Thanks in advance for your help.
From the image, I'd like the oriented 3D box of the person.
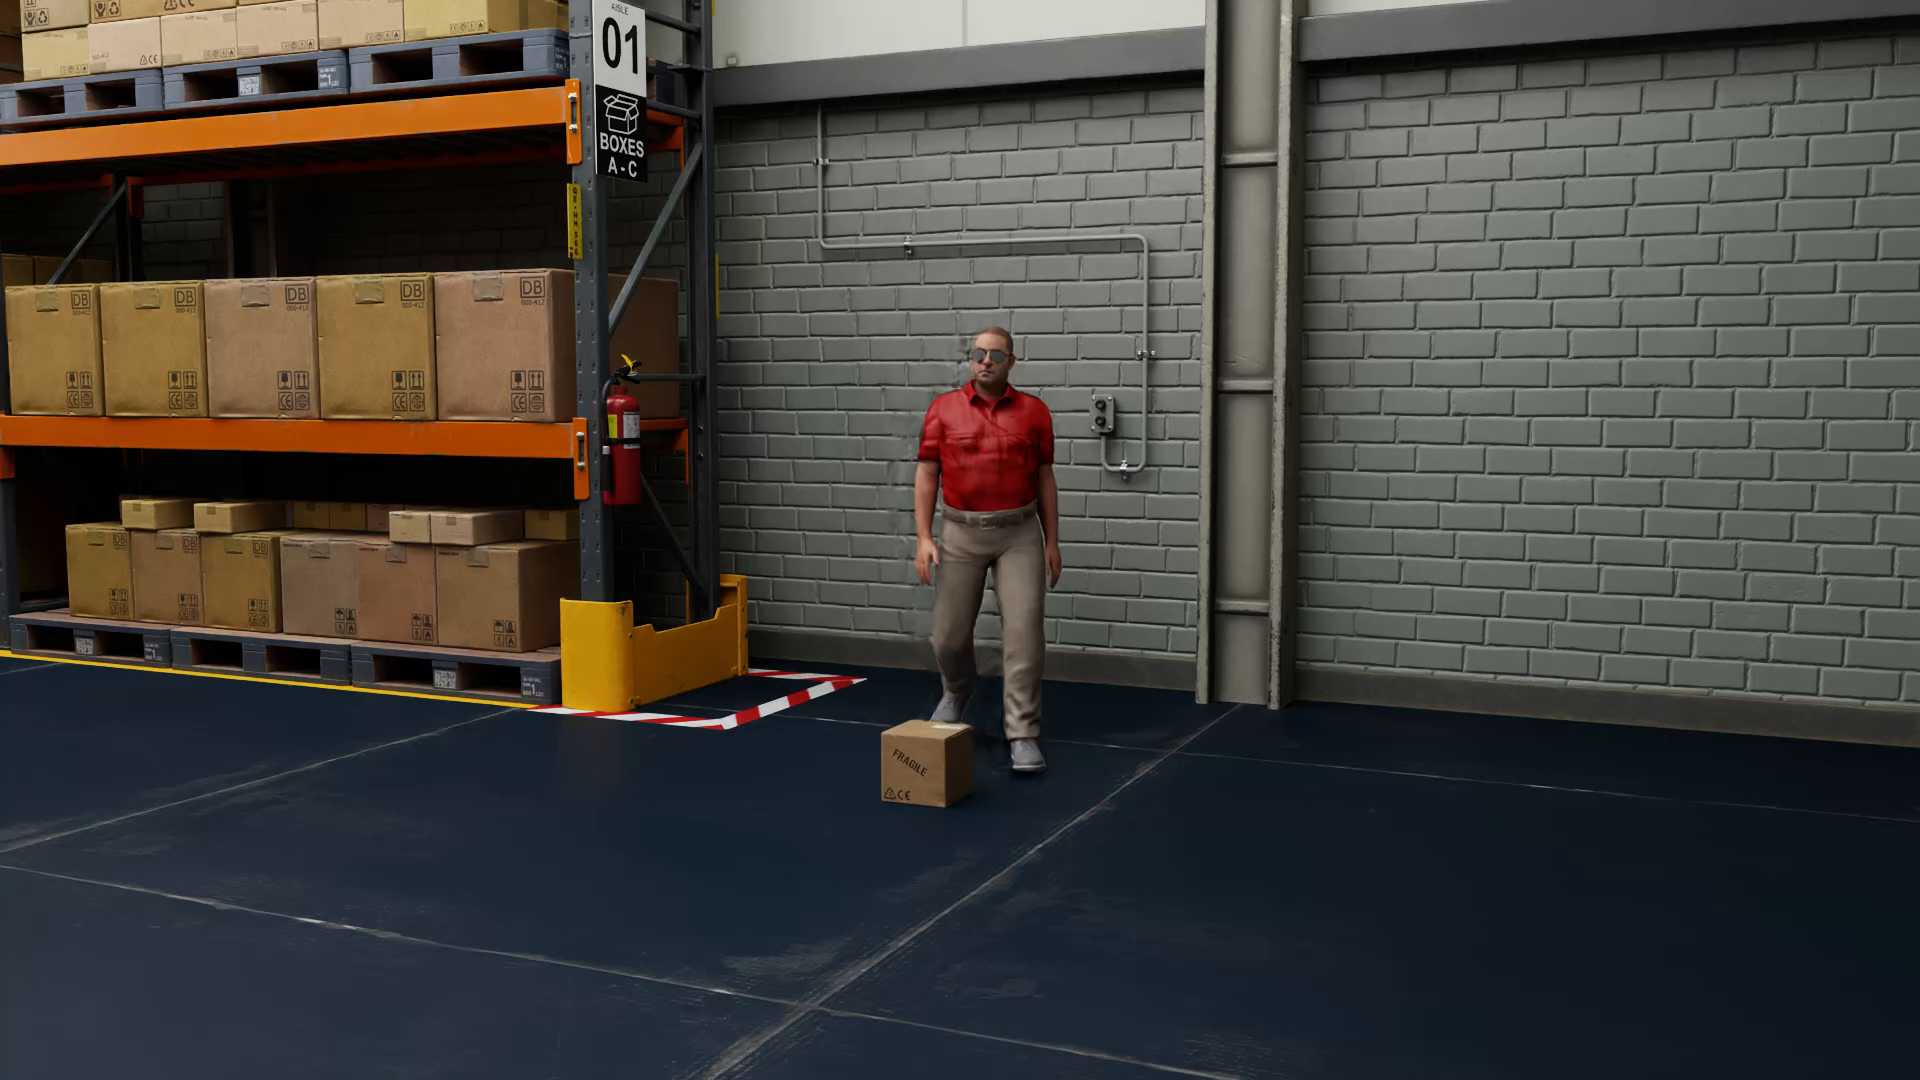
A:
[{"bbox_3d":[0.117,0.005,6.572,0.593,1.687,0.880,0,6,-4],"label":"person"}]
